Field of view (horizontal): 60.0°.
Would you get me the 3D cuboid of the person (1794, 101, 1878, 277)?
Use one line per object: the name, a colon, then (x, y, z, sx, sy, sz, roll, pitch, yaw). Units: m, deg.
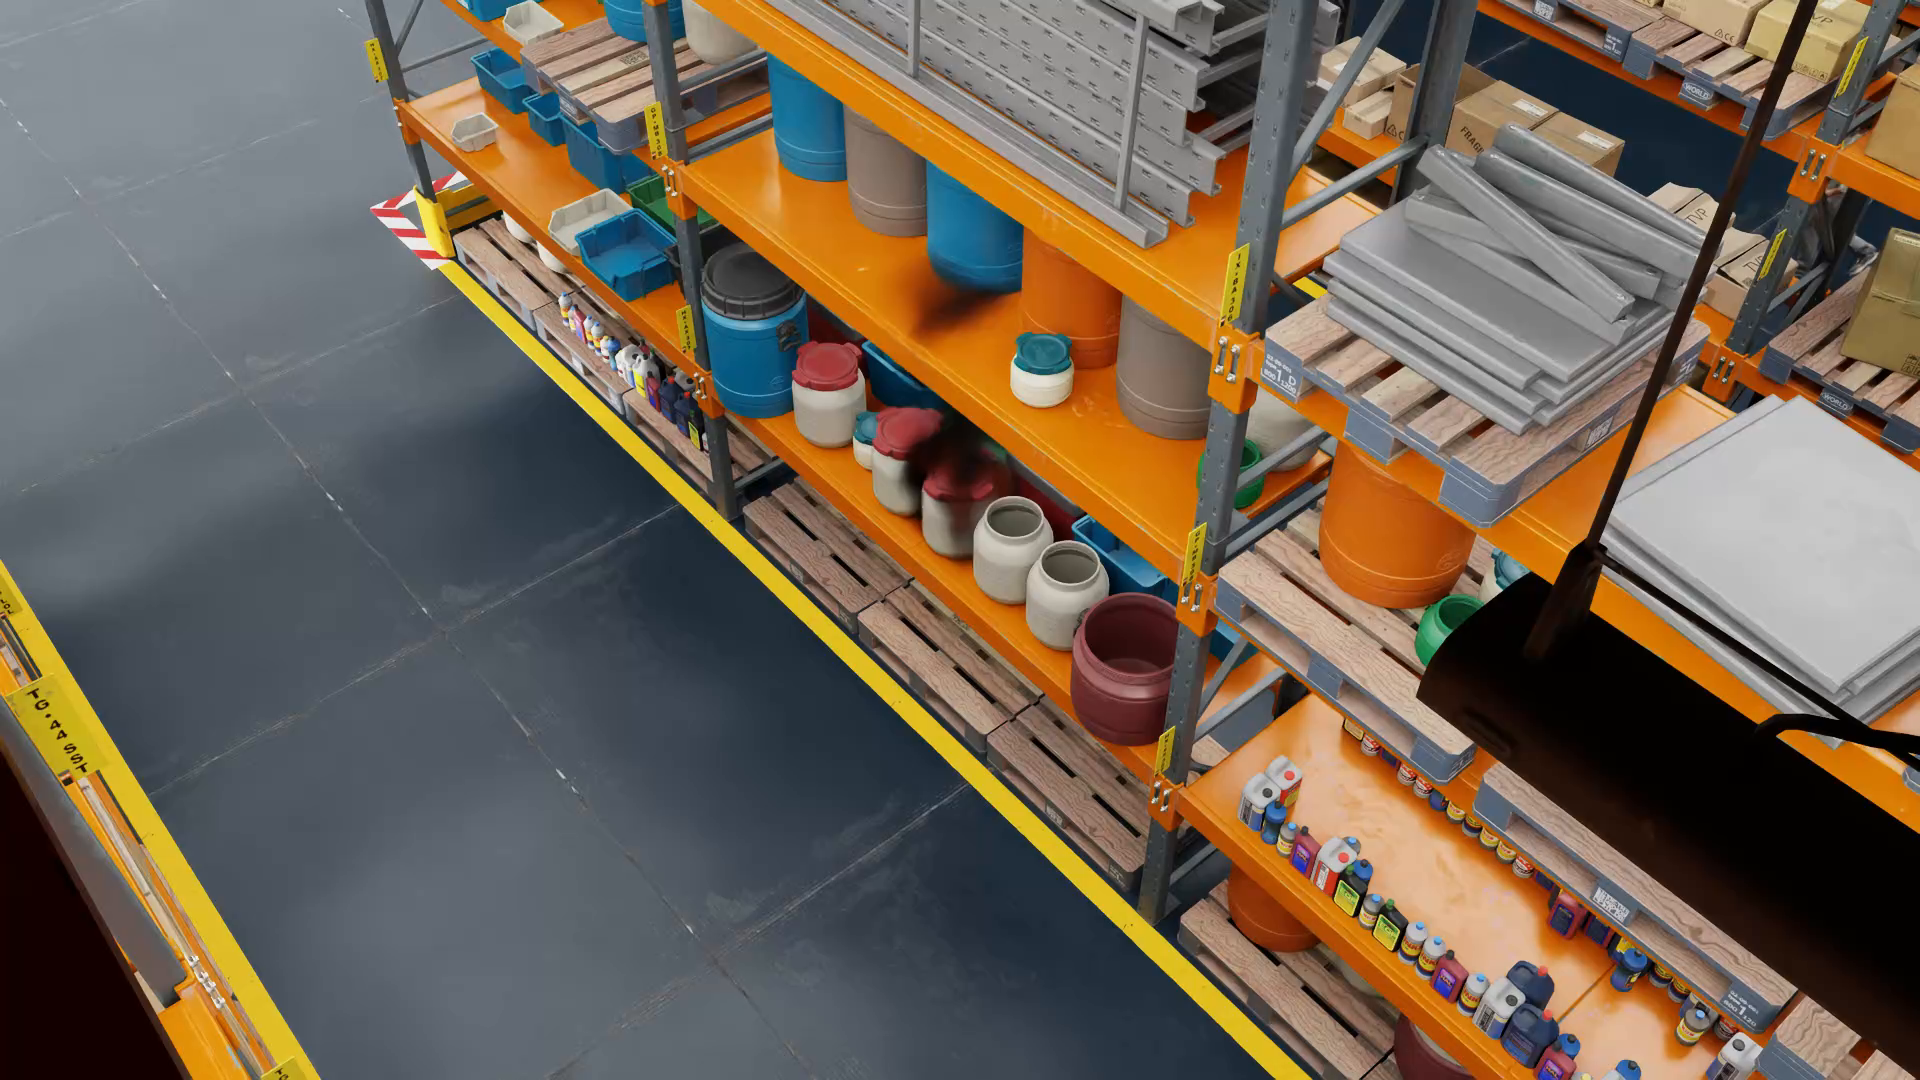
person: (6.620, -2.527, 12.327, 0.659, 1.560, 0.517, 33, 55, 27)
